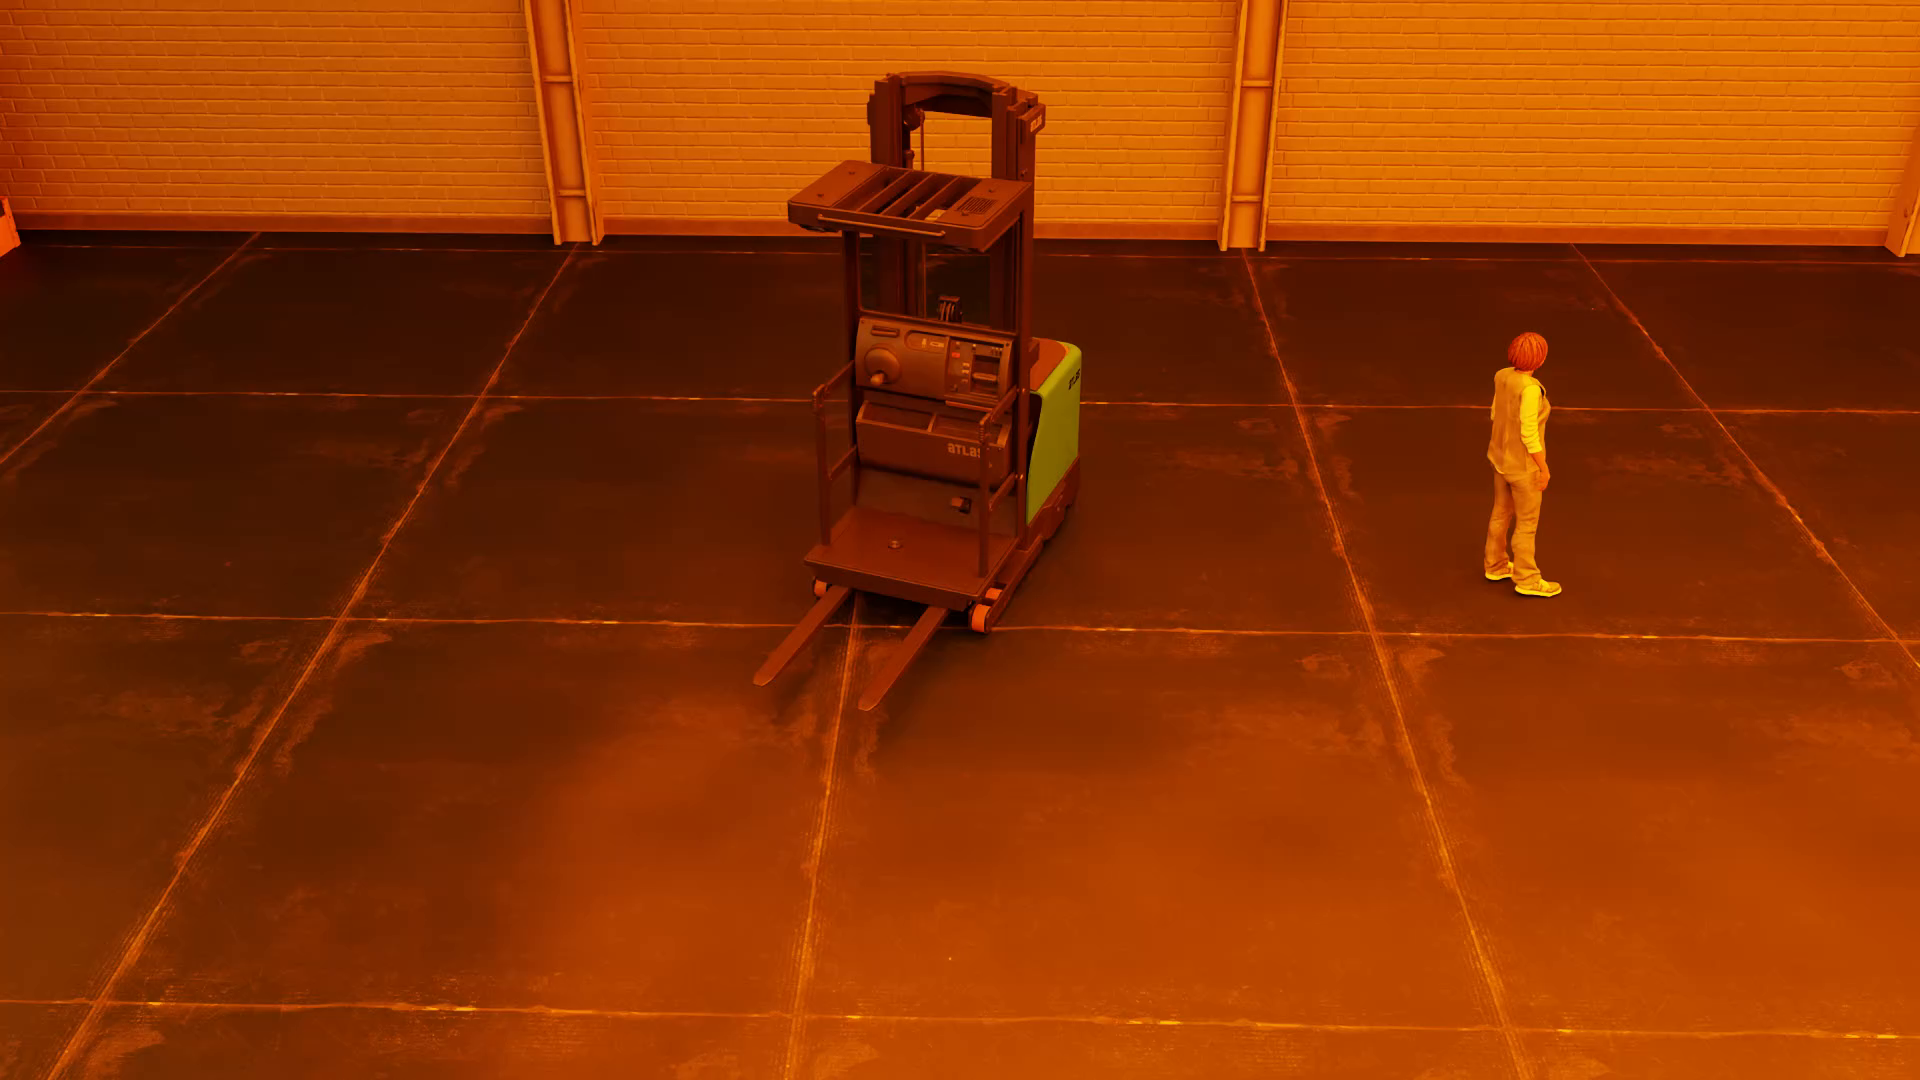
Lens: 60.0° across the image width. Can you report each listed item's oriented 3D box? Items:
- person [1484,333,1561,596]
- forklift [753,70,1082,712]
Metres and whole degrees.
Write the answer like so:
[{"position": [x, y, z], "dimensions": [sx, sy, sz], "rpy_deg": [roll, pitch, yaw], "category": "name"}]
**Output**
[{"position": [3.314, -0.451, 9.693], "dimensions": [0.475, 1.582, 0.520], "rpy_deg": [-6, 31, -10], "category": "person"}, {"position": [-0.230, -0.966, 9.252], "dimensions": [1.130, 2.935, 3.031], "rpy_deg": [11, 32, 18], "category": "forklift"}]
